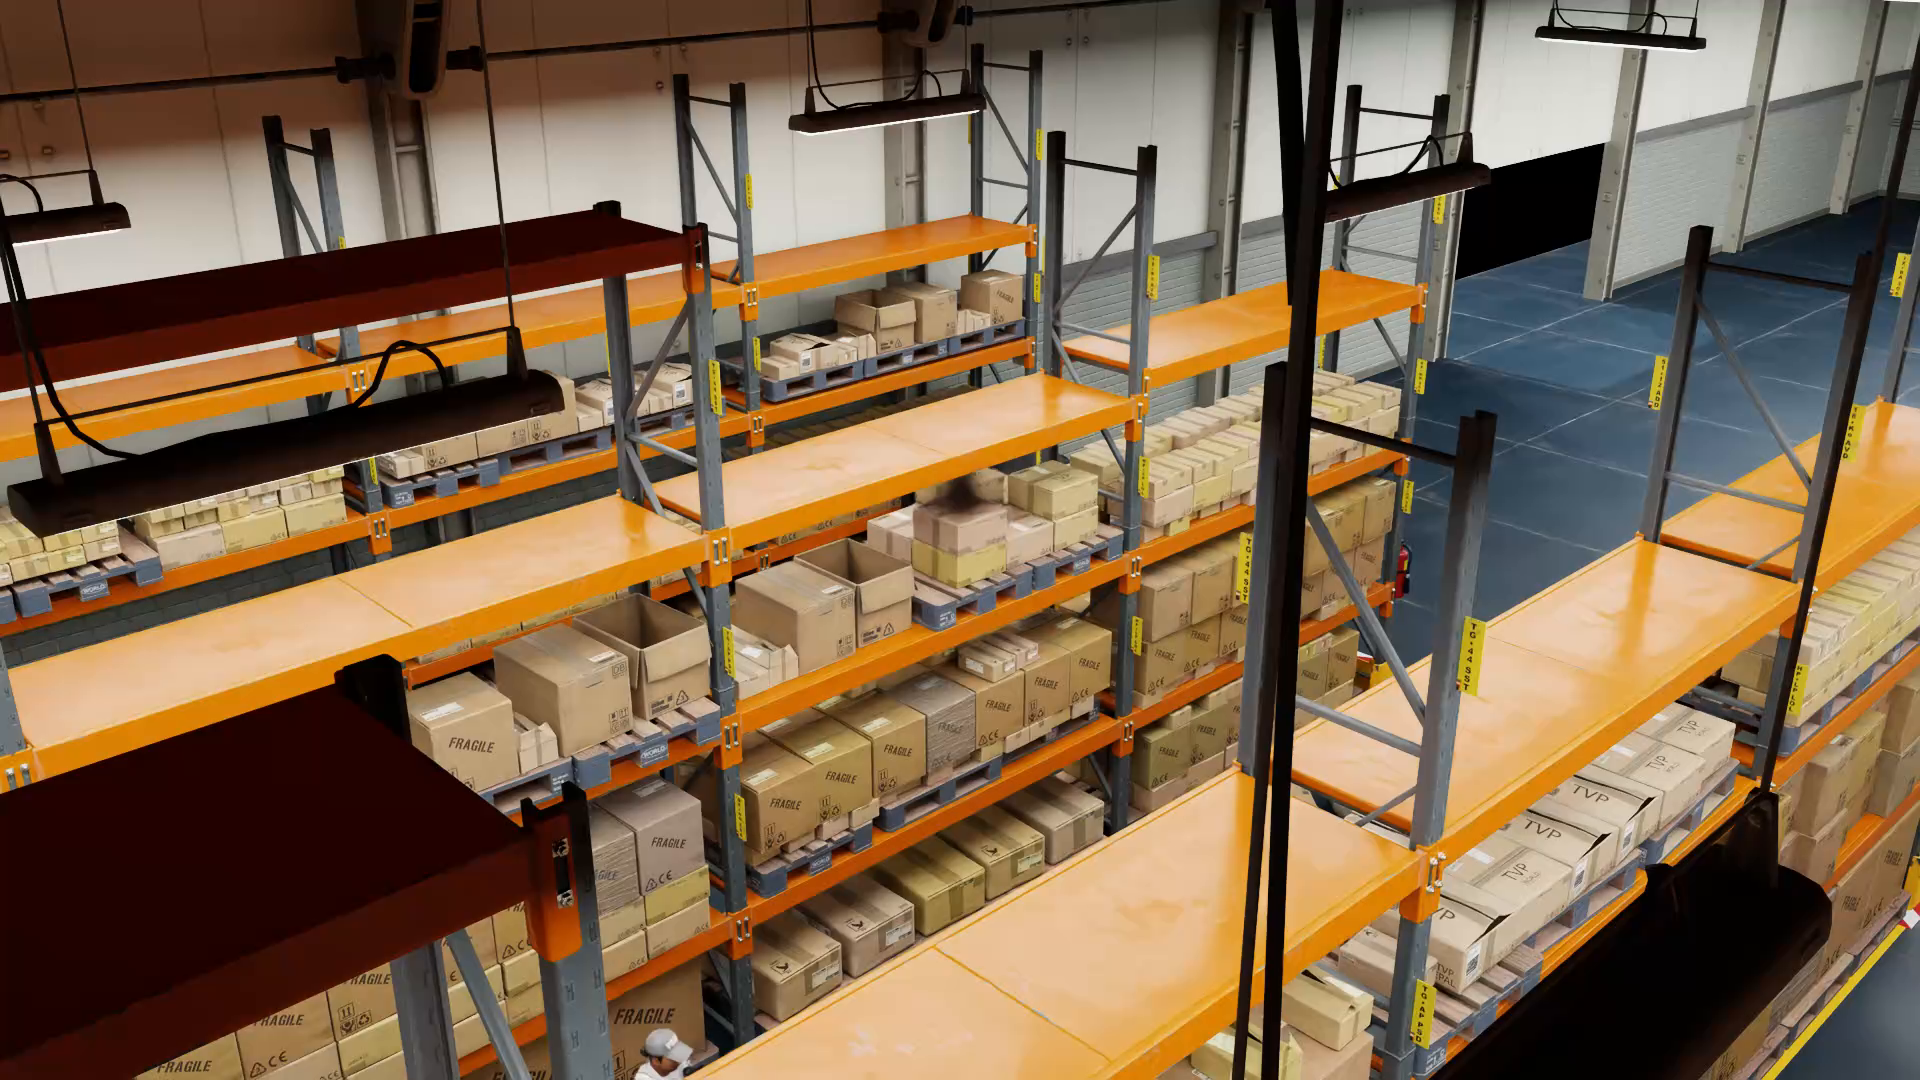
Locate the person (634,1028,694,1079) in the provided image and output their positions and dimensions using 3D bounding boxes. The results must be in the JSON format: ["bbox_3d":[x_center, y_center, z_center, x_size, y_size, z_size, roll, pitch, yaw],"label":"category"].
[{"bbox_3d":[-1.727,3.608,9.938,0.437,1.676,0.496,15,27,32],"label":"person"}]
